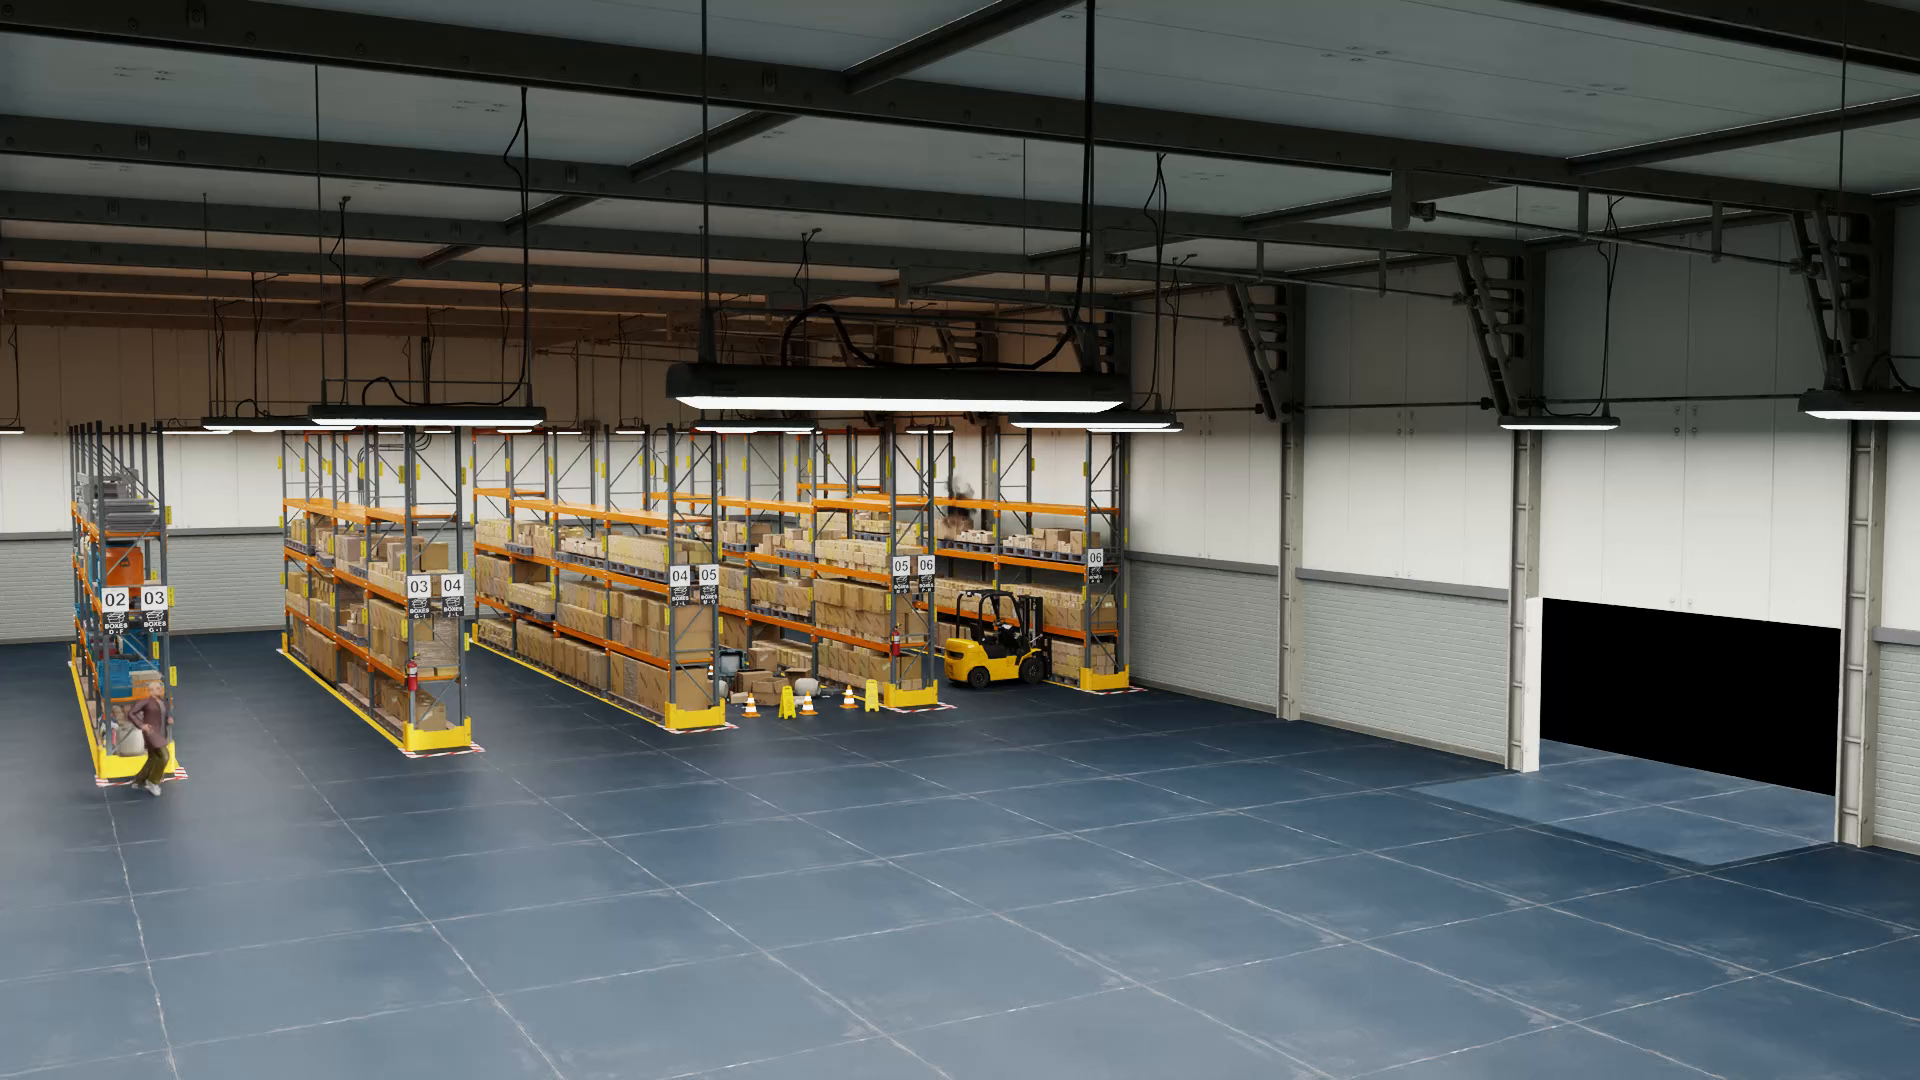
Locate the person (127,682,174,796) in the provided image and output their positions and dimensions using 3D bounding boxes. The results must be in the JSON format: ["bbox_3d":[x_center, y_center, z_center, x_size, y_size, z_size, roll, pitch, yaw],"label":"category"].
[{"bbox_3d":[-12.972,3.200,26.781,0.654,1.827,0.732,0,4,6],"label":"person"}]

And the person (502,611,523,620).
[{"bbox_3d":[-13.018,1.918,48.430,0.737,1.707,0.577,-2,4,-32],"label":"person"}]
